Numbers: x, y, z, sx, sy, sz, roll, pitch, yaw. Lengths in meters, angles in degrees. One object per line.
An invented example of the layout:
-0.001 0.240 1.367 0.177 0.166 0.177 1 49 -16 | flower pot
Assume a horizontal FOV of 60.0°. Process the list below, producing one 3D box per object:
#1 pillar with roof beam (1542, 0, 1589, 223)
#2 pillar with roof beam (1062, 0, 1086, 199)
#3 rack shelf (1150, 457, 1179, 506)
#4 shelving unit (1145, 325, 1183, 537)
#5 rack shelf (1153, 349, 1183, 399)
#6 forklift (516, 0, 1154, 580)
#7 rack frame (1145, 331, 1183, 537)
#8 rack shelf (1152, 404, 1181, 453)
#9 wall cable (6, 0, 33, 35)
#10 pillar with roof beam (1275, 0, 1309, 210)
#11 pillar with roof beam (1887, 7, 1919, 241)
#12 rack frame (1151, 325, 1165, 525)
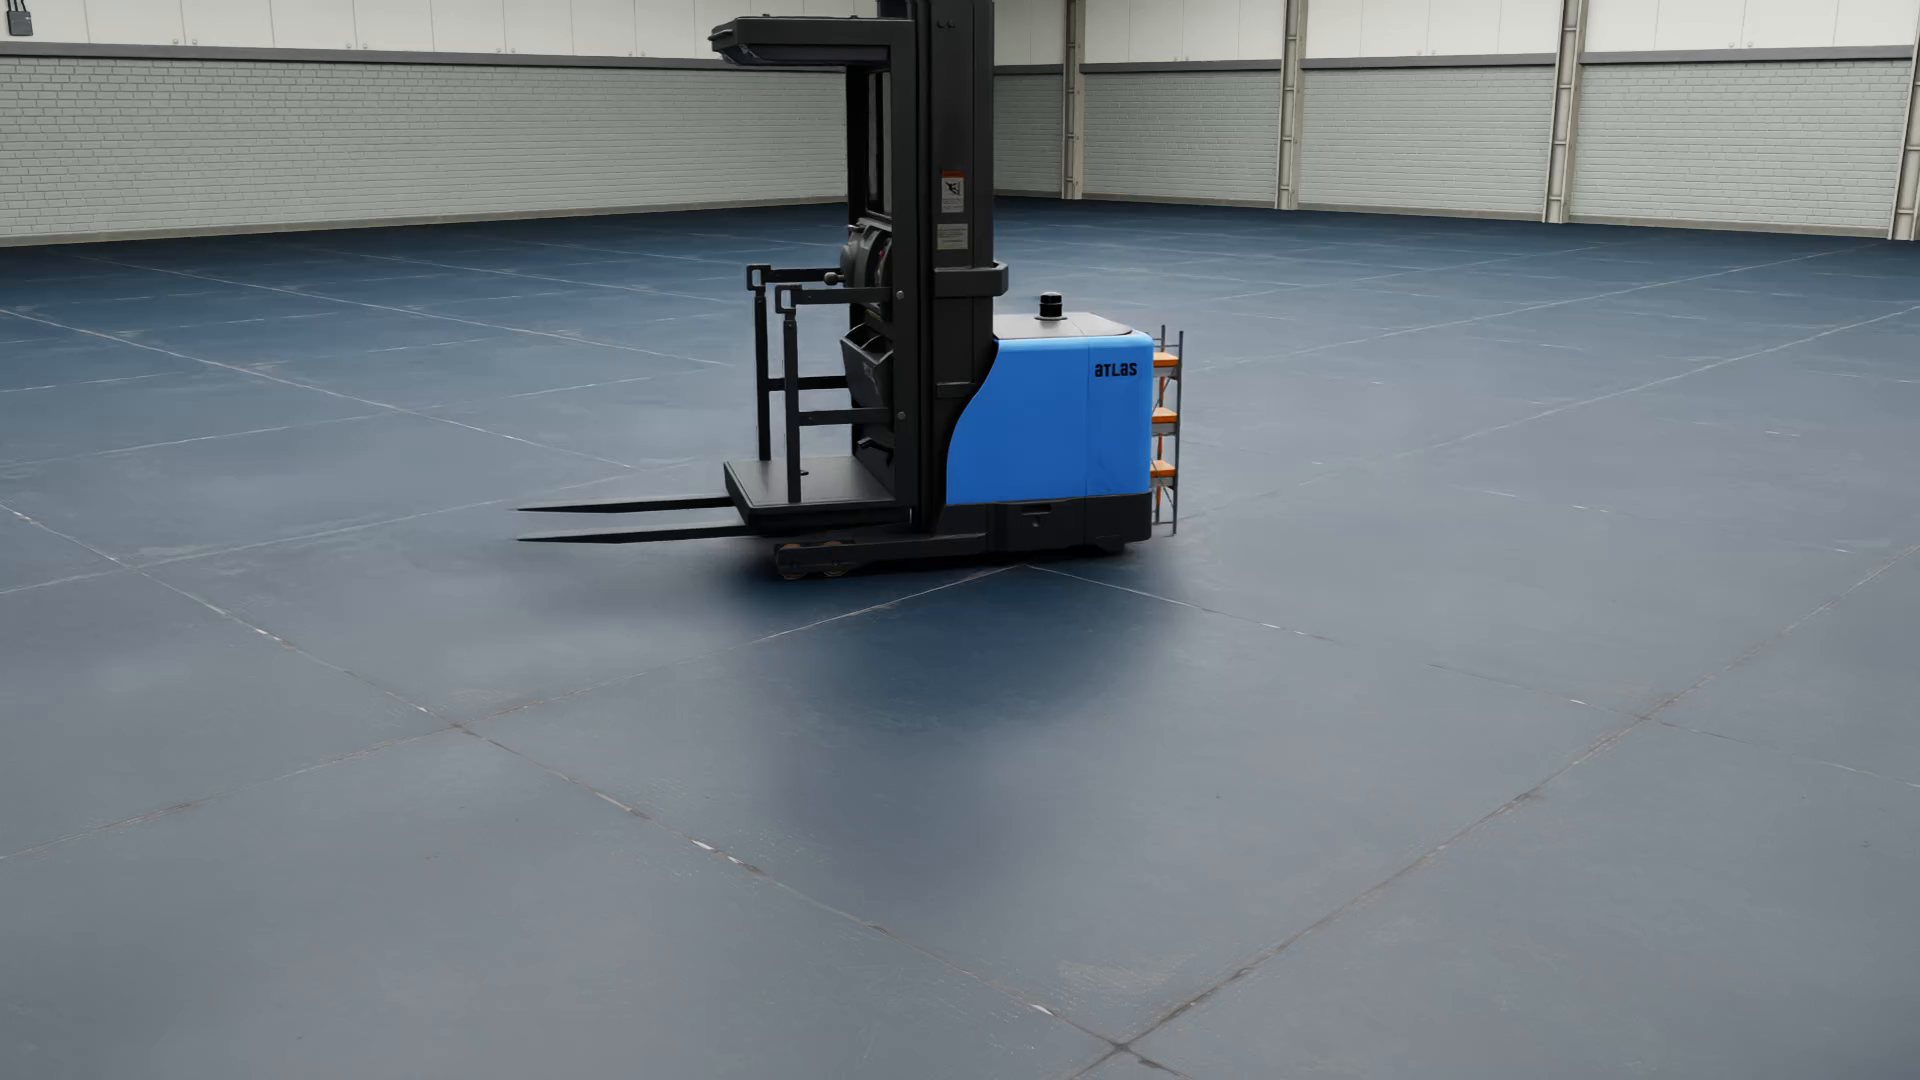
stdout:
8.317 -9.603 27.442 0.400 9.000 9.100 14 20 42 | pillar with roof beam
-0.321 -11.704 35.502 0.400 9.000 9.100 14 20 42 | pillar with roof beam
0.978 -0.273 8.543 0.215 0.259 0.240 -4 15 -14 | rack shelf
0.978 -0.552 8.470 0.215 1.050 0.252 -4 15 -14 | shelving unit
0.978 -0.817 8.401 0.215 0.259 0.240 -4 15 -14 | rack shelf
-0.630 -1.381 7.918 3.031 2.935 1.130 -4 15 -14 | forklift
1.008 -0.523 8.356 0.200 1.050 0.008 -4 15 -14 | rack frame
0.978 -0.542 8.473 0.215 0.259 0.240 -4 15 -14 | rack shelf
-13.800 -10.889 25.631 0.169 6.003 2.305 14 20 42 | wall cable
3.998 -10.653 31.472 0.400 9.000 9.100 14 20 42 | pillar with roof beam
12.636 -8.553 23.412 0.400 9.000 9.100 14 20 42 | pillar with roof beam
0.948 -0.582 8.584 0.200 1.050 0.008 -4 15 -14 | rack frame
